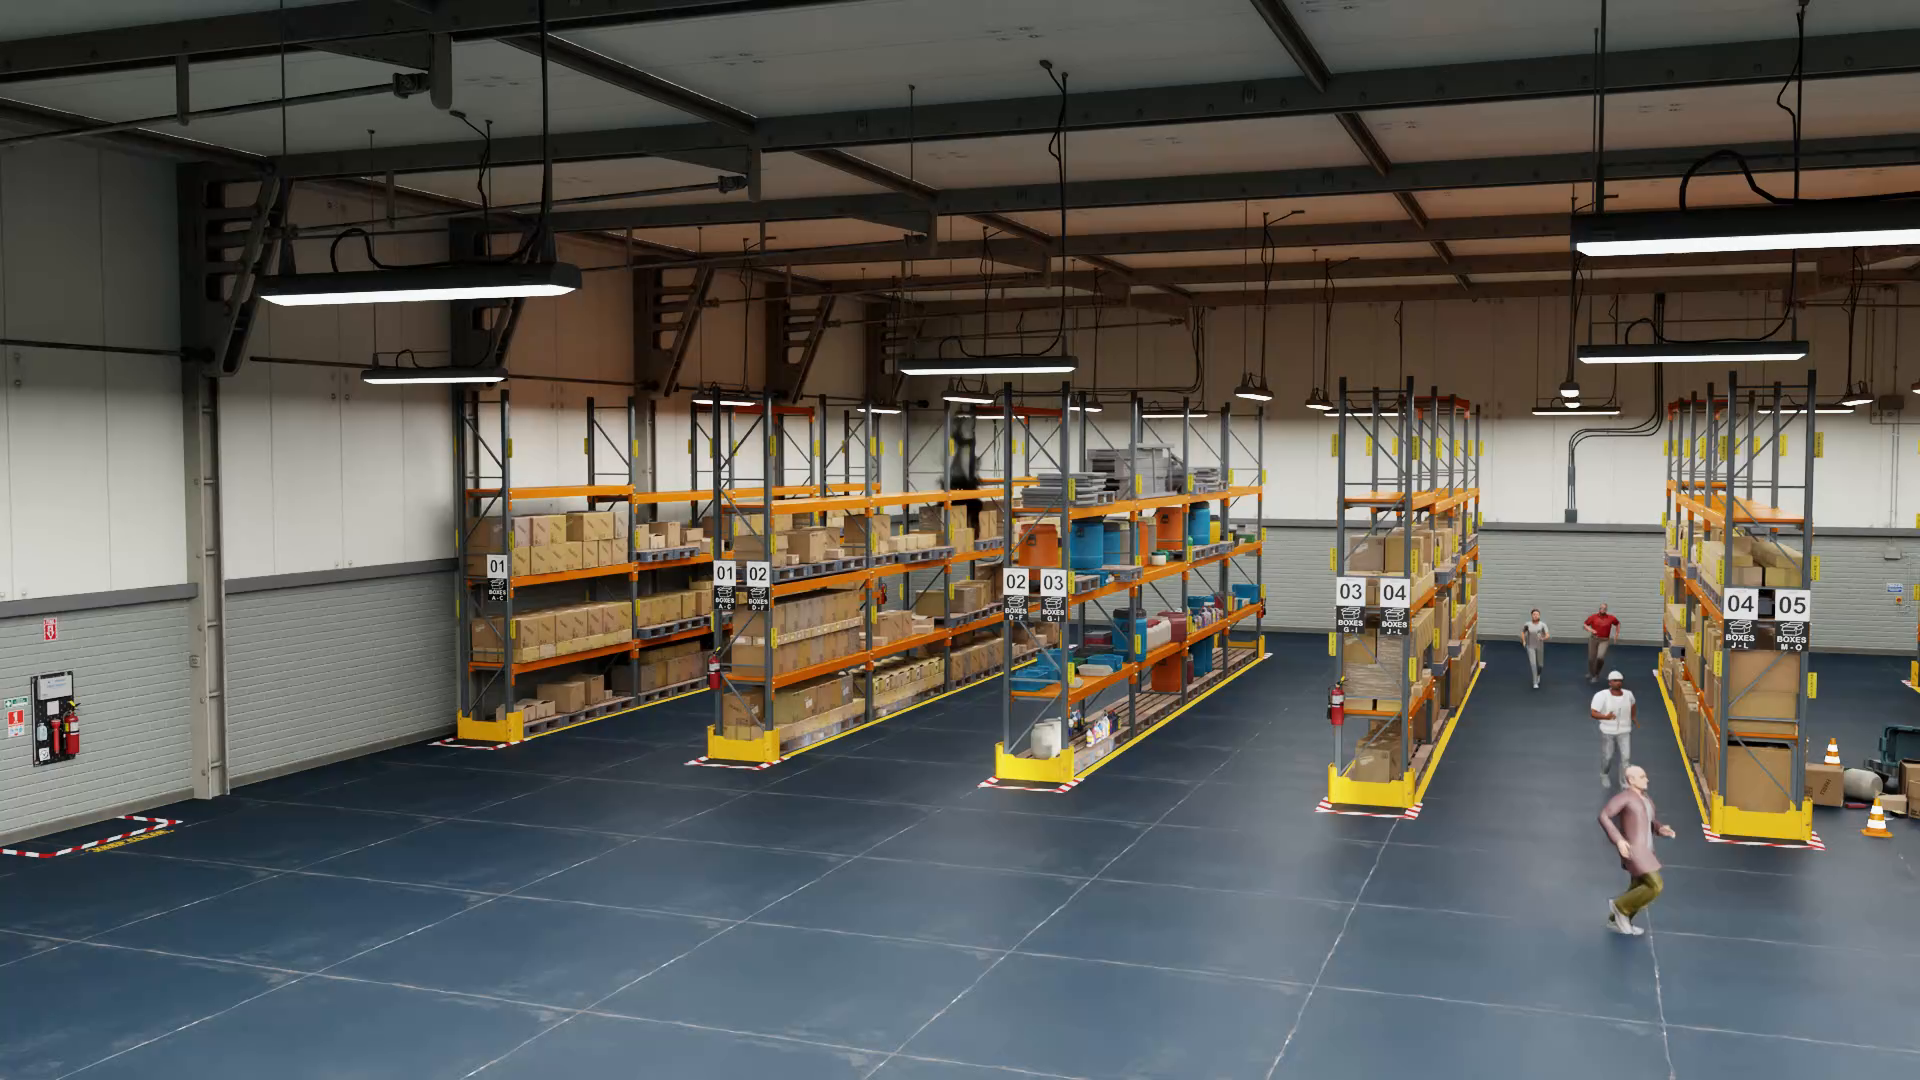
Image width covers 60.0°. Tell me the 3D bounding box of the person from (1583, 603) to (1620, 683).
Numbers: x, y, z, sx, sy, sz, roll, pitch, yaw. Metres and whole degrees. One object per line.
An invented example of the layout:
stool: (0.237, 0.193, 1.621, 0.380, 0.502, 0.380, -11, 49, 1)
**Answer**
person: (13.704, 2.215, 35.565, 0.727, 1.745, 0.715, 2, 4, 27)

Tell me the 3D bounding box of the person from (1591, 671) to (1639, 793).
person: (9.423, 2.777, 23.927, 0.689, 1.796, 0.928, 0, 3, 9)

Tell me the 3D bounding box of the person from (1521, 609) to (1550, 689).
person: (12.027, 2.260, 34.786, 0.567, 1.639, 0.780, 1, 3, 18)

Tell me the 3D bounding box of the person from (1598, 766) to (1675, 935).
person: (6.946, 3.184, 16.979, 0.690, 1.740, 0.672, -3, 4, -45)
